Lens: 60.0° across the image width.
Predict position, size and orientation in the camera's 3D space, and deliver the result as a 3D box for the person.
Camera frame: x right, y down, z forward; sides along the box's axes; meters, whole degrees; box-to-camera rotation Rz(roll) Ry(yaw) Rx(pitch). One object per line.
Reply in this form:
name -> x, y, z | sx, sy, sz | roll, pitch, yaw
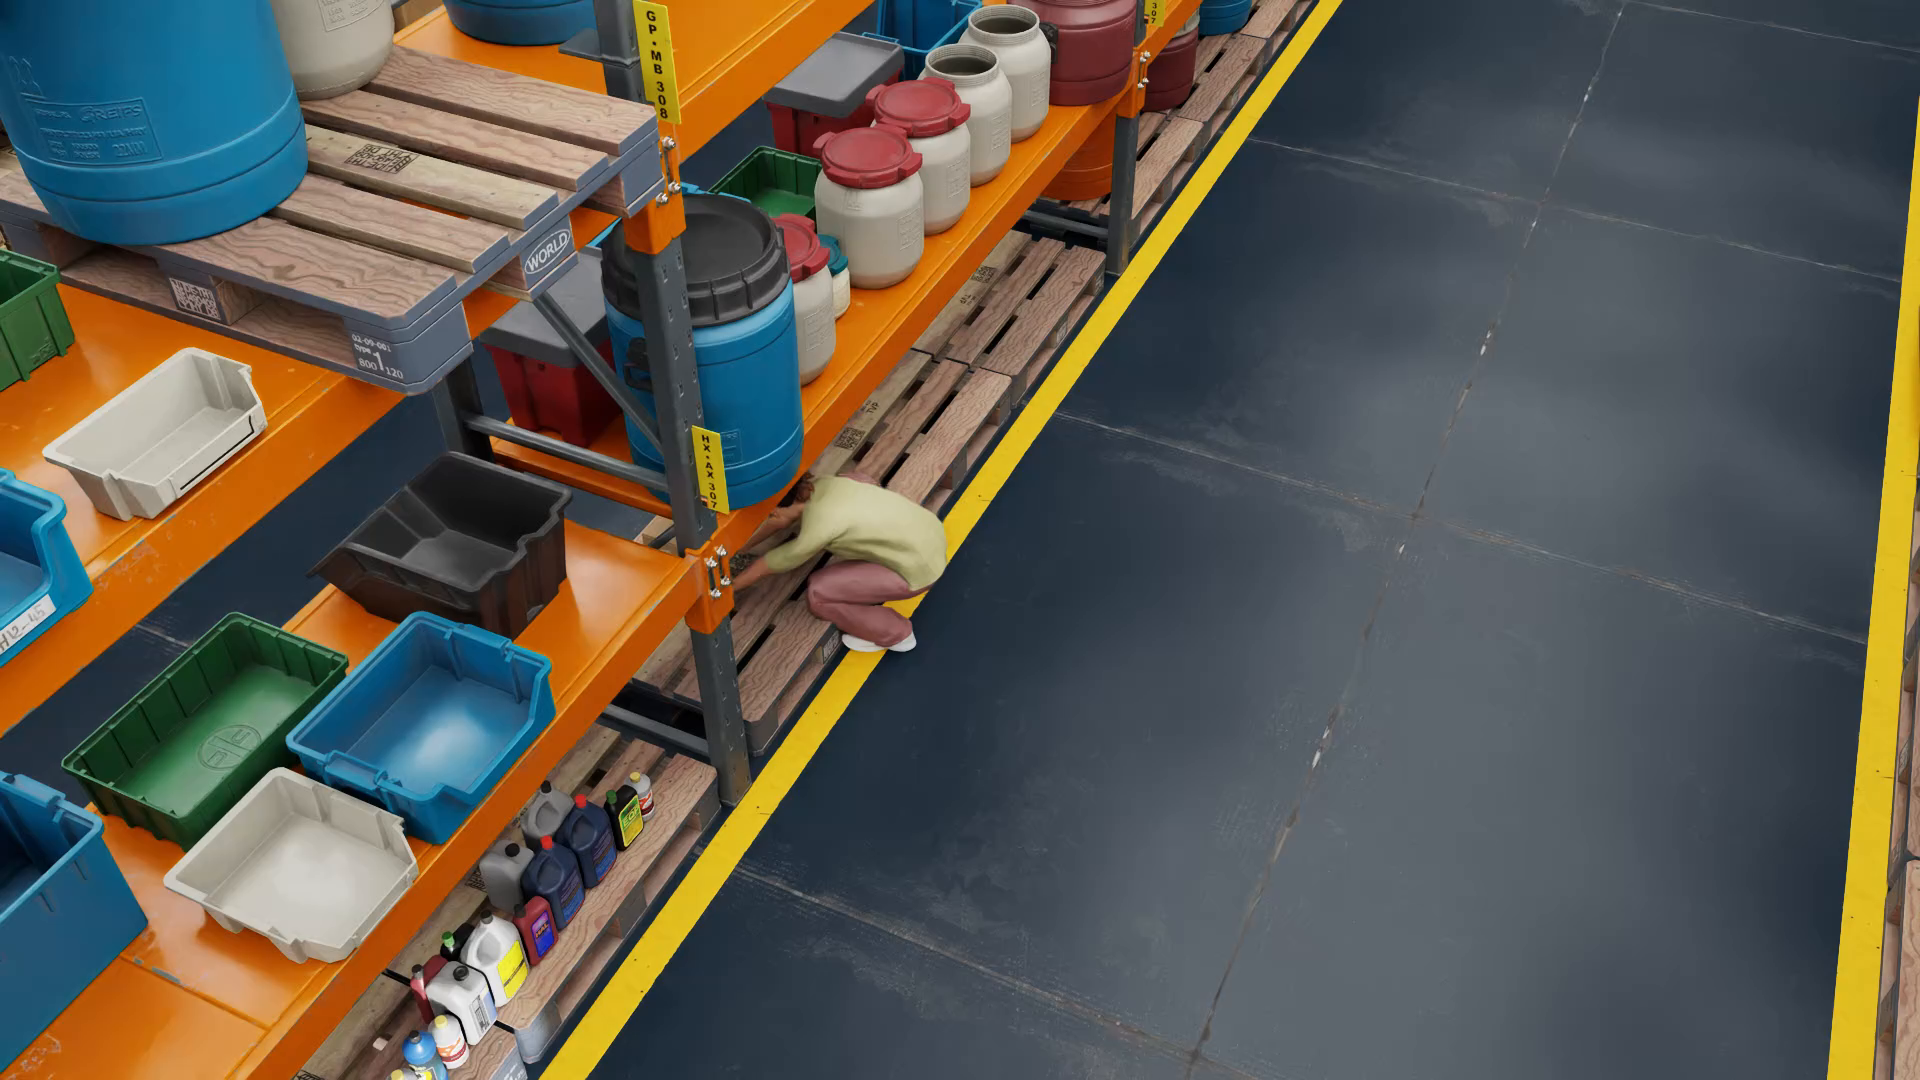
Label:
person -> -0.558, 0.046, 6.765 | 1.035, 0.800, 0.469 | 6, 43, 7
